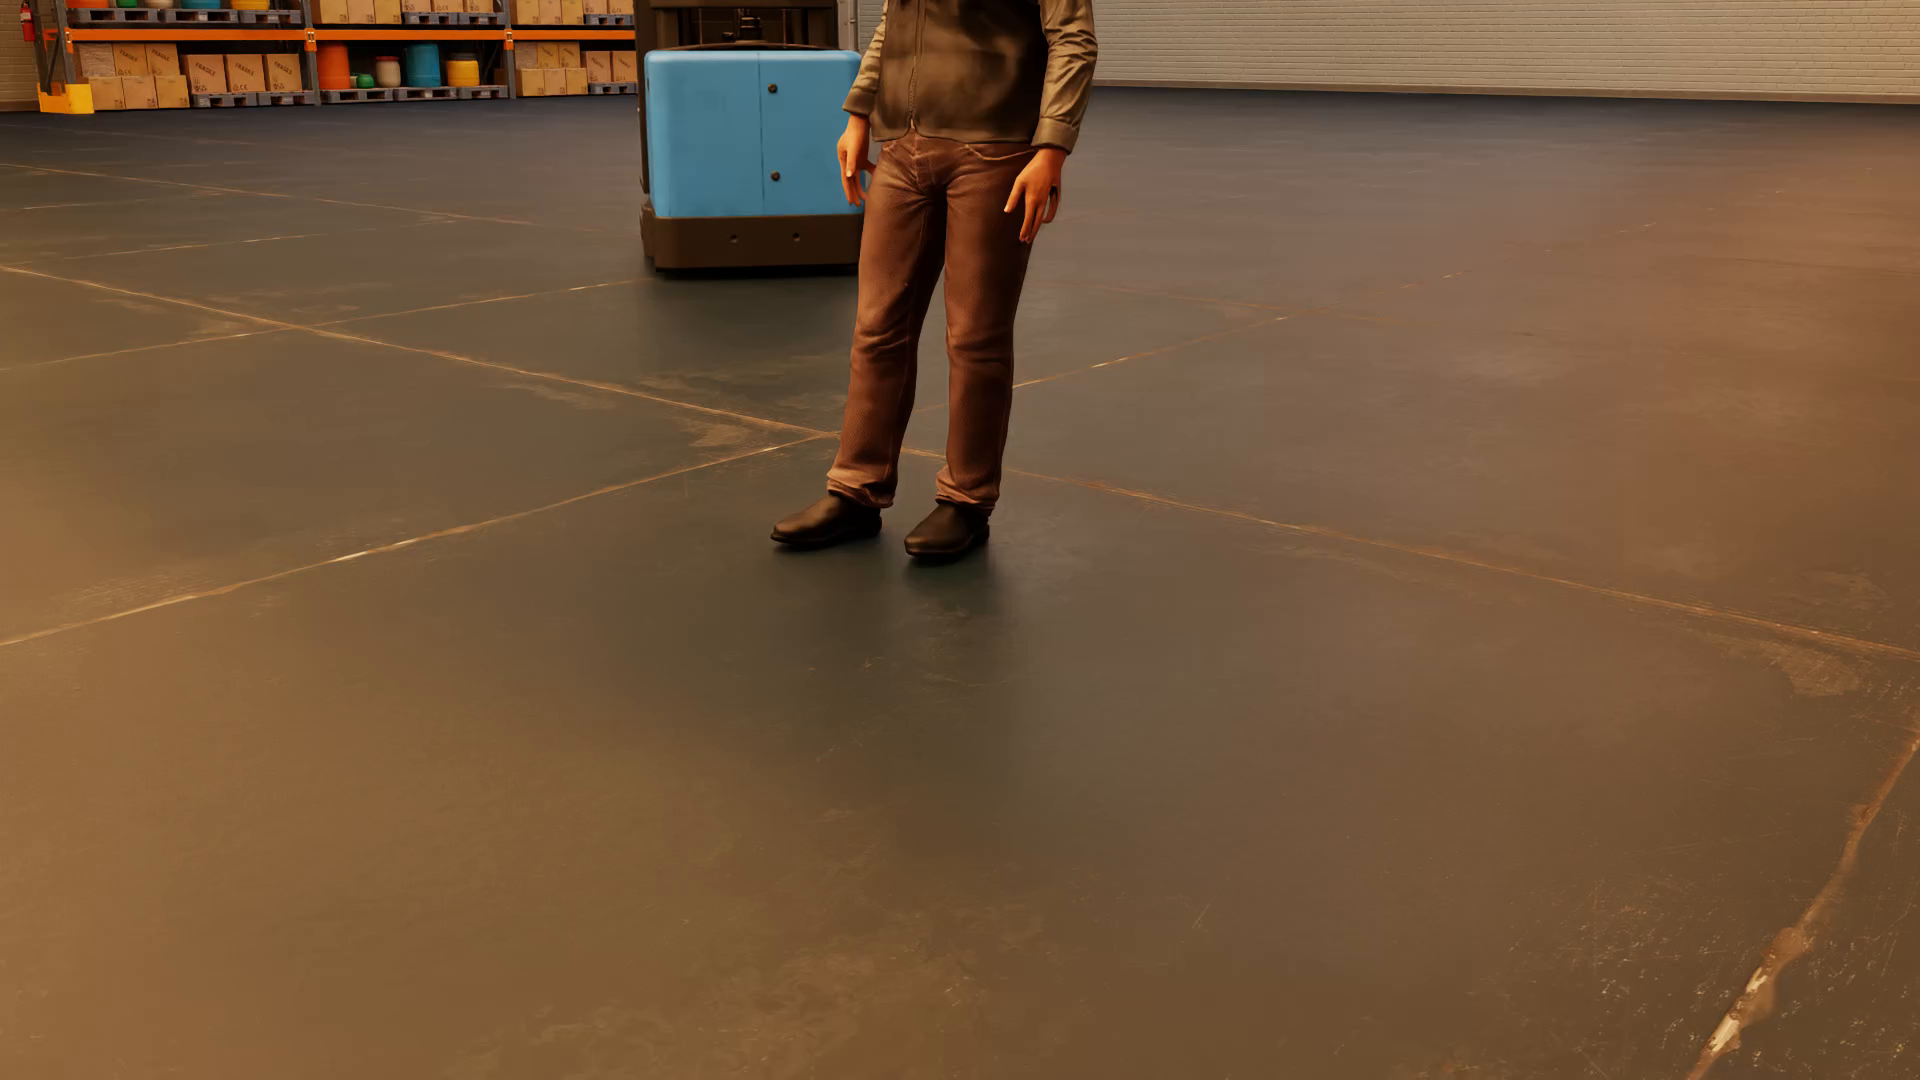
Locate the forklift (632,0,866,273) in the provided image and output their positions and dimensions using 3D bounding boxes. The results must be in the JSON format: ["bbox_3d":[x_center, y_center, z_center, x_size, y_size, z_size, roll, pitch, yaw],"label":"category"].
[{"bbox_3d":[-1.250,-3.095,9.092,1.130,2.935,3.031,-3,17,-11],"label":"forklift"}]

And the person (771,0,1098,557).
[{"bbox_3d":[-0.046,-0.818,3.649,0.632,1.720,0.568,13,21,37],"label":"person"}]
